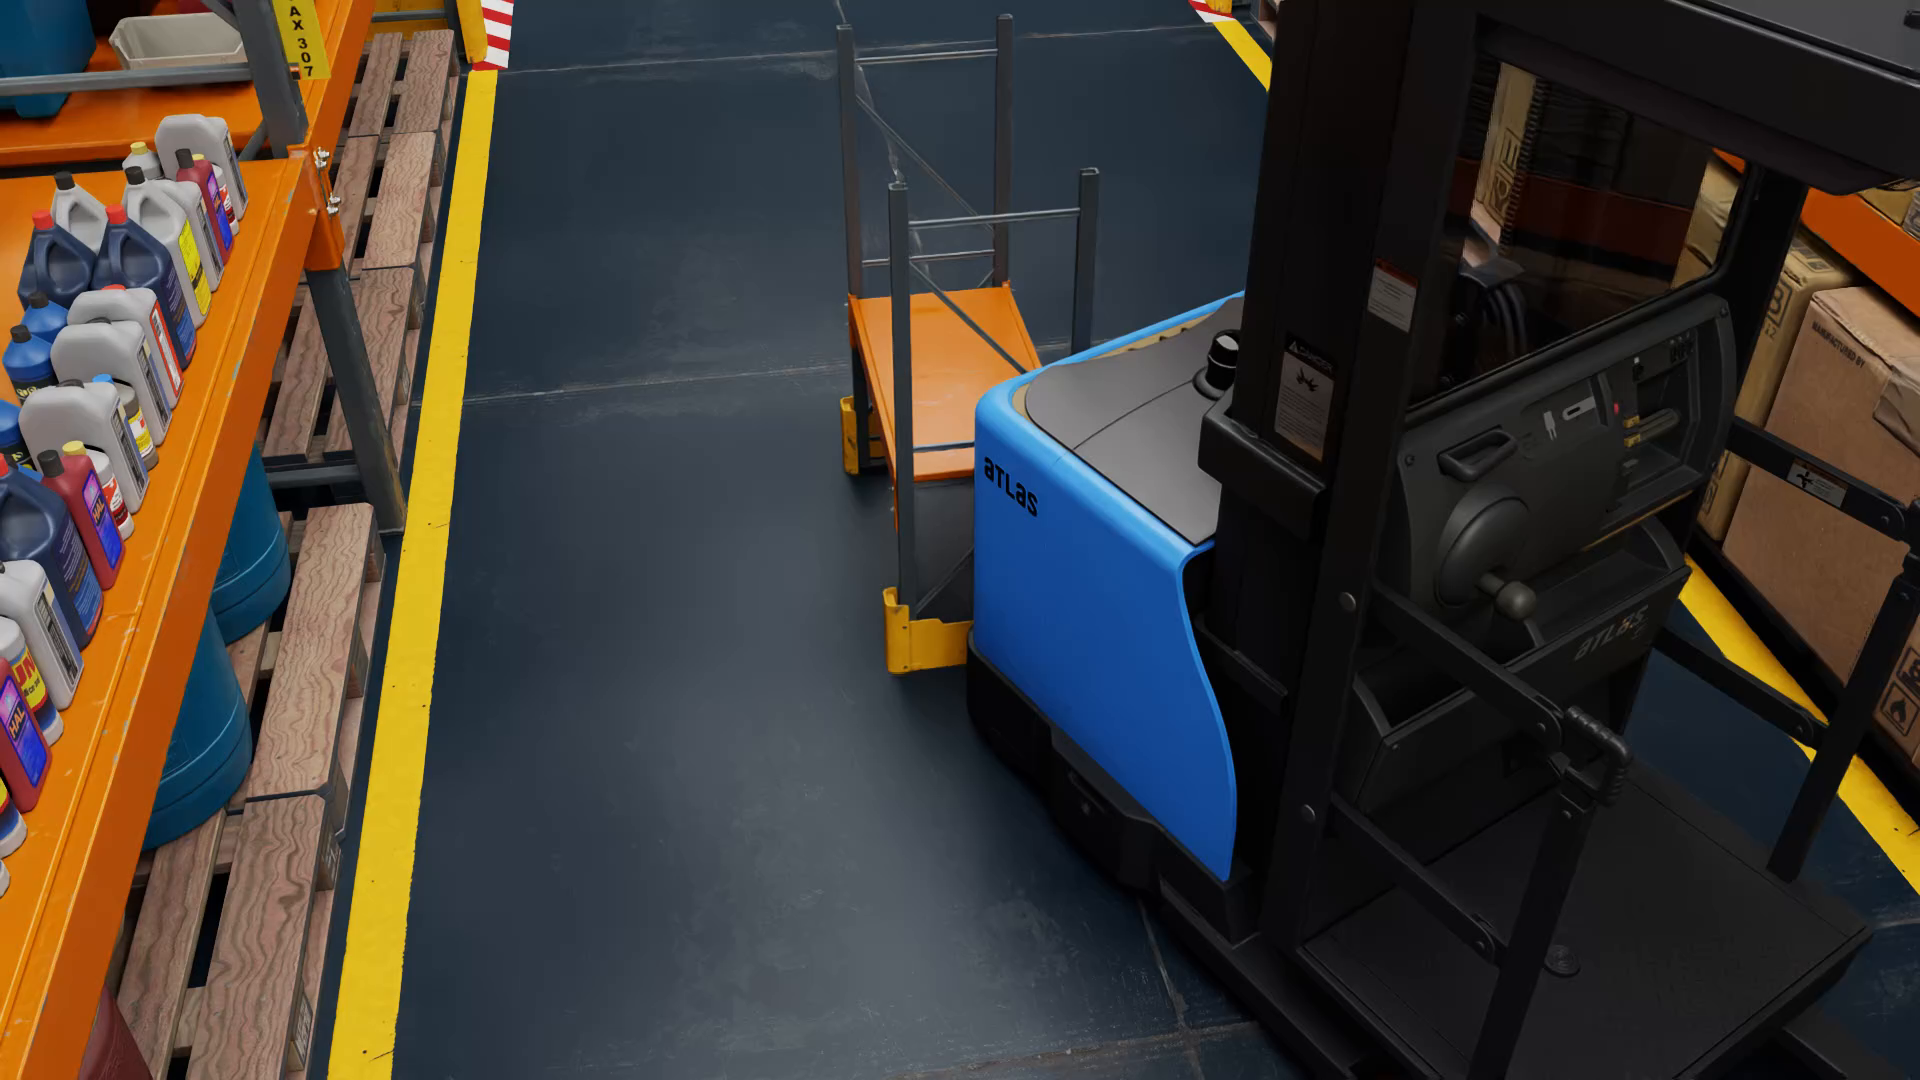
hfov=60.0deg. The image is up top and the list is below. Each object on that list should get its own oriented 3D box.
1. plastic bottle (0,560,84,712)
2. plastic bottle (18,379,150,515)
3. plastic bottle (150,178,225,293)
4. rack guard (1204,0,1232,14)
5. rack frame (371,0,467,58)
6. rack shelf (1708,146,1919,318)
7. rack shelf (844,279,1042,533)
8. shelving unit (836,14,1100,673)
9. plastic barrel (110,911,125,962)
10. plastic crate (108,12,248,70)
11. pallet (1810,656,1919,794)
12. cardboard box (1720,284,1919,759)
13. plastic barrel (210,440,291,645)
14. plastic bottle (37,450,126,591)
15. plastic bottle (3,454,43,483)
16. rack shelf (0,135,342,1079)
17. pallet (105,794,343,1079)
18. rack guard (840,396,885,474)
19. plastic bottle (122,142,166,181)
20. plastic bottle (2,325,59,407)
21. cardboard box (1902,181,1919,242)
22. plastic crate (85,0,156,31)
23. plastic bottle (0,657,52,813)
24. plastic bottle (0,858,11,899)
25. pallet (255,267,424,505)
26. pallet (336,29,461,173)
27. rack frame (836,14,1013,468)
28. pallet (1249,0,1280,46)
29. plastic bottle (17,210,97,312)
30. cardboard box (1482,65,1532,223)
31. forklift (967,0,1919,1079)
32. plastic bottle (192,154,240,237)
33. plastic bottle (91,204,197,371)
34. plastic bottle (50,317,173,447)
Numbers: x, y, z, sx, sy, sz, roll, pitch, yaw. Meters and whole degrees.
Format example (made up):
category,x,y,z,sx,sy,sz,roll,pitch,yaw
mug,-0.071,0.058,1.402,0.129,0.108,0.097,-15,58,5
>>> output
category,x,y,z,sx,sy,sz,roll,pitch,yaw
plastic bottle,-1.564,0.144,2.720,0.152,0.276,0.135,-6,38,-8
plastic bottle,-1.660,-0.188,3.148,0.152,0.276,0.135,-6,38,-8
plastic bottle,-1.813,-0.714,3.825,0.152,0.276,0.135,-6,38,-8
rack guard,1.906,-3.163,8.914,1.175,0.500,0.348,-6,38,-8
rack frame,-2.966,-3.603,7.442,1.000,3.000,0.127,-6,38,-8
rack shelf,2.963,-0.227,3.684,1.077,0.370,4.000,-6,38,-8
rack shelf,-0.009,-0.419,4.860,0.538,0.185,1.000,-6,38,-8
shelving unit,-0.010,-0.566,4.757,0.587,1.500,1.083,-6,38,-8
plastic barrel,-2.051,0.739,3.540,0.421,0.512,0.421,0,38,0
plastic crate,-2.205,-1.403,4.777,0.396,0.136,0.243,-6,38,-8
pallet,3.039,0.578,4.334,1.003,0.211,1.213,-6,38,-8
cardboard box,2.901,-0.122,4.352,1.225,0.875,0.875,-7,38,-10
plastic barrel,-2.186,-0.194,4.422,0.600,0.901,0.708,-6,38,-8
plastic bottle,-1.575,-0.056,2.972,0.061,0.283,0.133,-6,38,-8
plastic bottle,-1.650,-0.032,2.951,0.097,0.271,0.097,0,38,0
rack shelf,-1.914,0.305,2.998,1.077,0.370,4.000,-6,38,-8
pallet,-1.953,1.123,3.632,1.003,0.211,1.213,-6,38,-8
rack guard,-0.098,-0.374,5.527,0.587,0.250,0.087,-6,38,-8
plastic bottle,-1.997,-0.880,4.100,0.097,0.201,0.097,0,38,0
plastic bottle,-1.821,-0.301,3.298,0.097,0.271,0.097,0,38,0
cardboard box,2.623,-0.848,3.816,0.500,0.500,0.500,-7,38,-9
plastic crate,-2.725,-1.749,5.232,0.437,0.125,0.590,-6,38,-8
plastic bottle,-1.478,0.276,2.544,0.061,0.283,0.133,-6,38,-8
plastic bottle,-1.459,0.412,2.380,0.097,0.271,0.097,0,38,0
pallet,-2.431,-0.526,5.754,1.003,0.211,1.213,-6,38,-8
pallet,-2.859,-1.999,7.651,1.003,0.211,1.213,-6,38,-8
rack frame,-0.098,-0.868,5.145,0.500,1.500,0.032,-6,38,-8
pallet,2.128,-2.560,8.373,1.003,0.211,1.213,-6,38,-8
plastic bottle,-1.891,-0.520,3.515,0.144,0.351,0.185,-6,38,-8
cardboard box,2.575,-1.454,6.066,0.875,0.875,0.875,-6,38,-8
forklift,1.272,-0.090,2.977,1.130,2.935,3.031,-23,43,-27
plastic bottle,-1.830,-0.838,4.046,0.097,0.201,0.097,0,38,0
plastic bottle,-1.749,-0.536,3.535,0.144,0.351,0.185,-6,38,-8
plastic bottle,-1.701,-0.328,3.328,0.152,0.276,0.135,-6,38,-8
